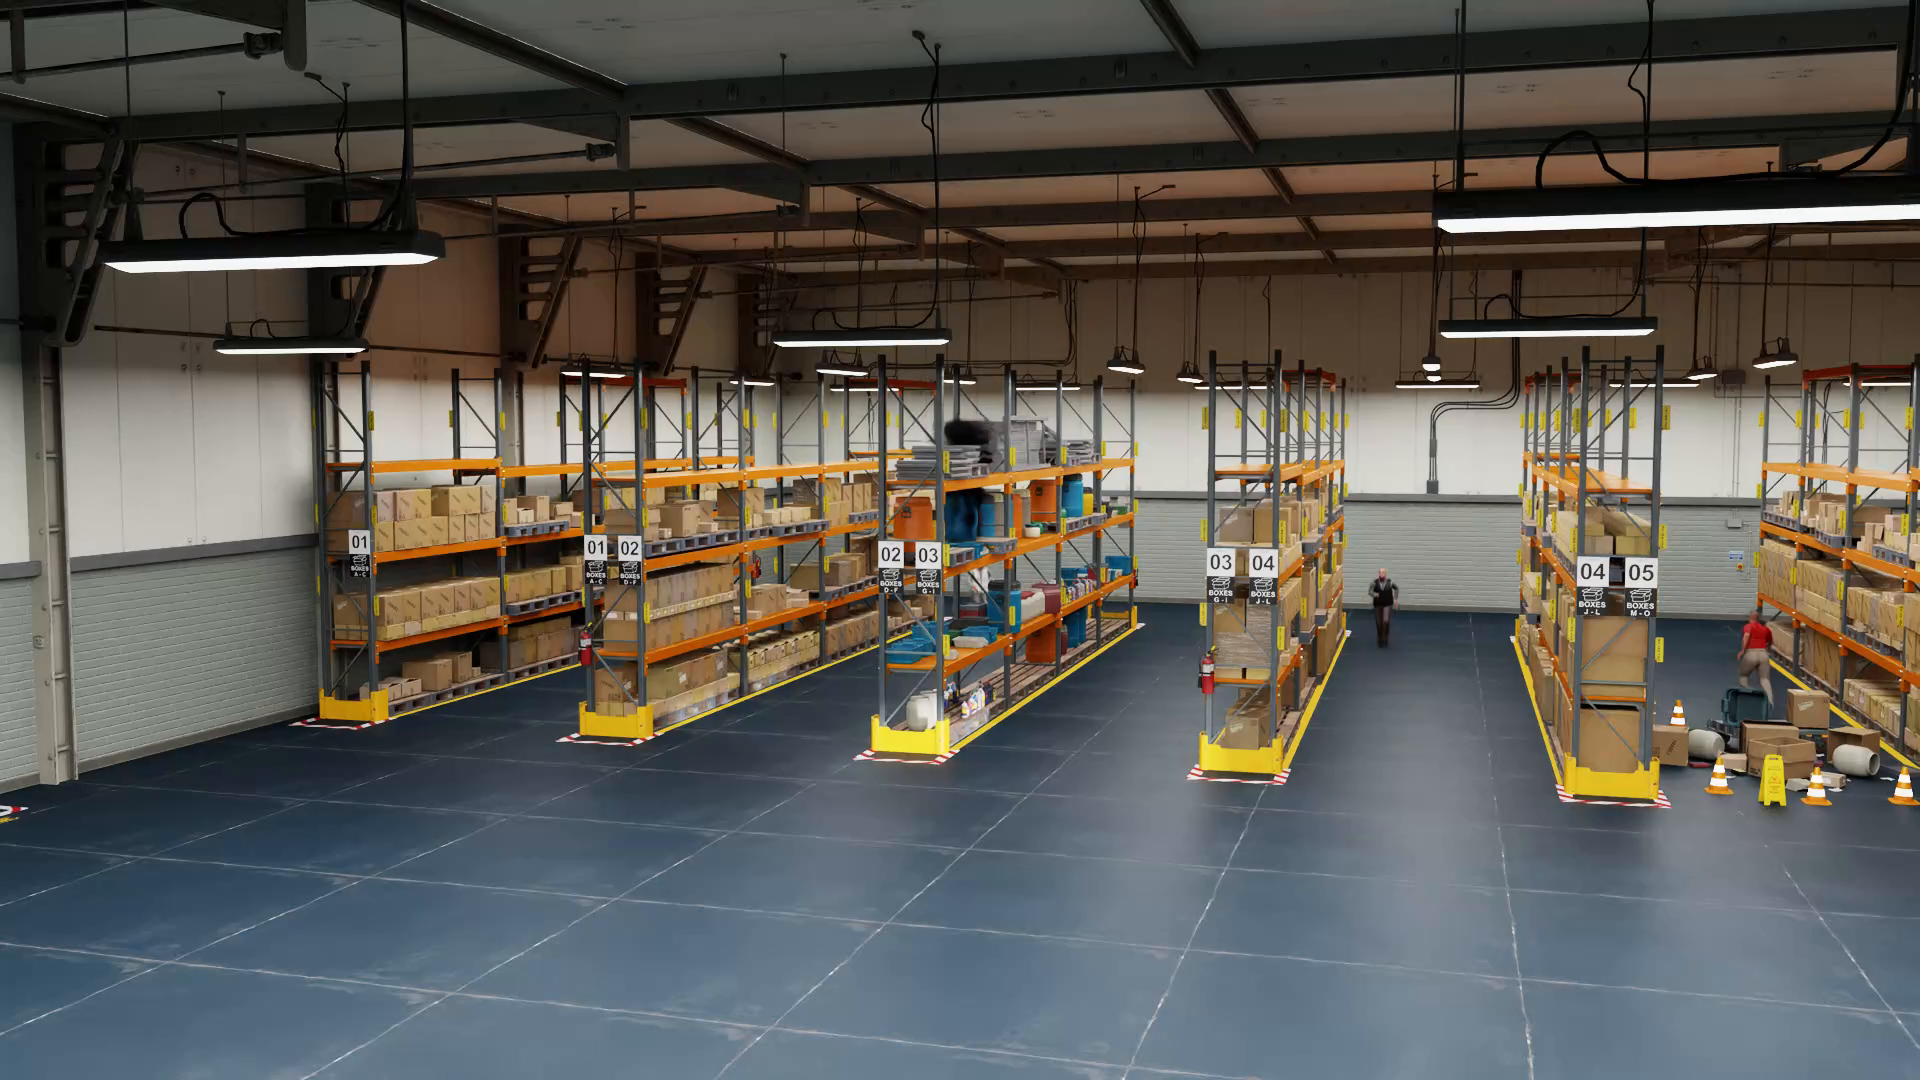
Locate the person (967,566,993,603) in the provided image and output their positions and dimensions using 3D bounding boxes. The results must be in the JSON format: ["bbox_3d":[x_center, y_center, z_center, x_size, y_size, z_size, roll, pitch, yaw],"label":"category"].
[{"bbox_3d":[0.501,1.252,40.262,0.676,1.751,0.634,0,4,-7],"label":"person"}]

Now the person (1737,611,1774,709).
[{"bbox_3d":[13.800,2.103,28.829,0.666,1.709,1.001,0,4,3],"label":"person"}]

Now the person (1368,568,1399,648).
[{"bbox_3d":[9.380,1.514,36.902,0.628,1.772,0.832,2,4,22],"label":"person"}]
